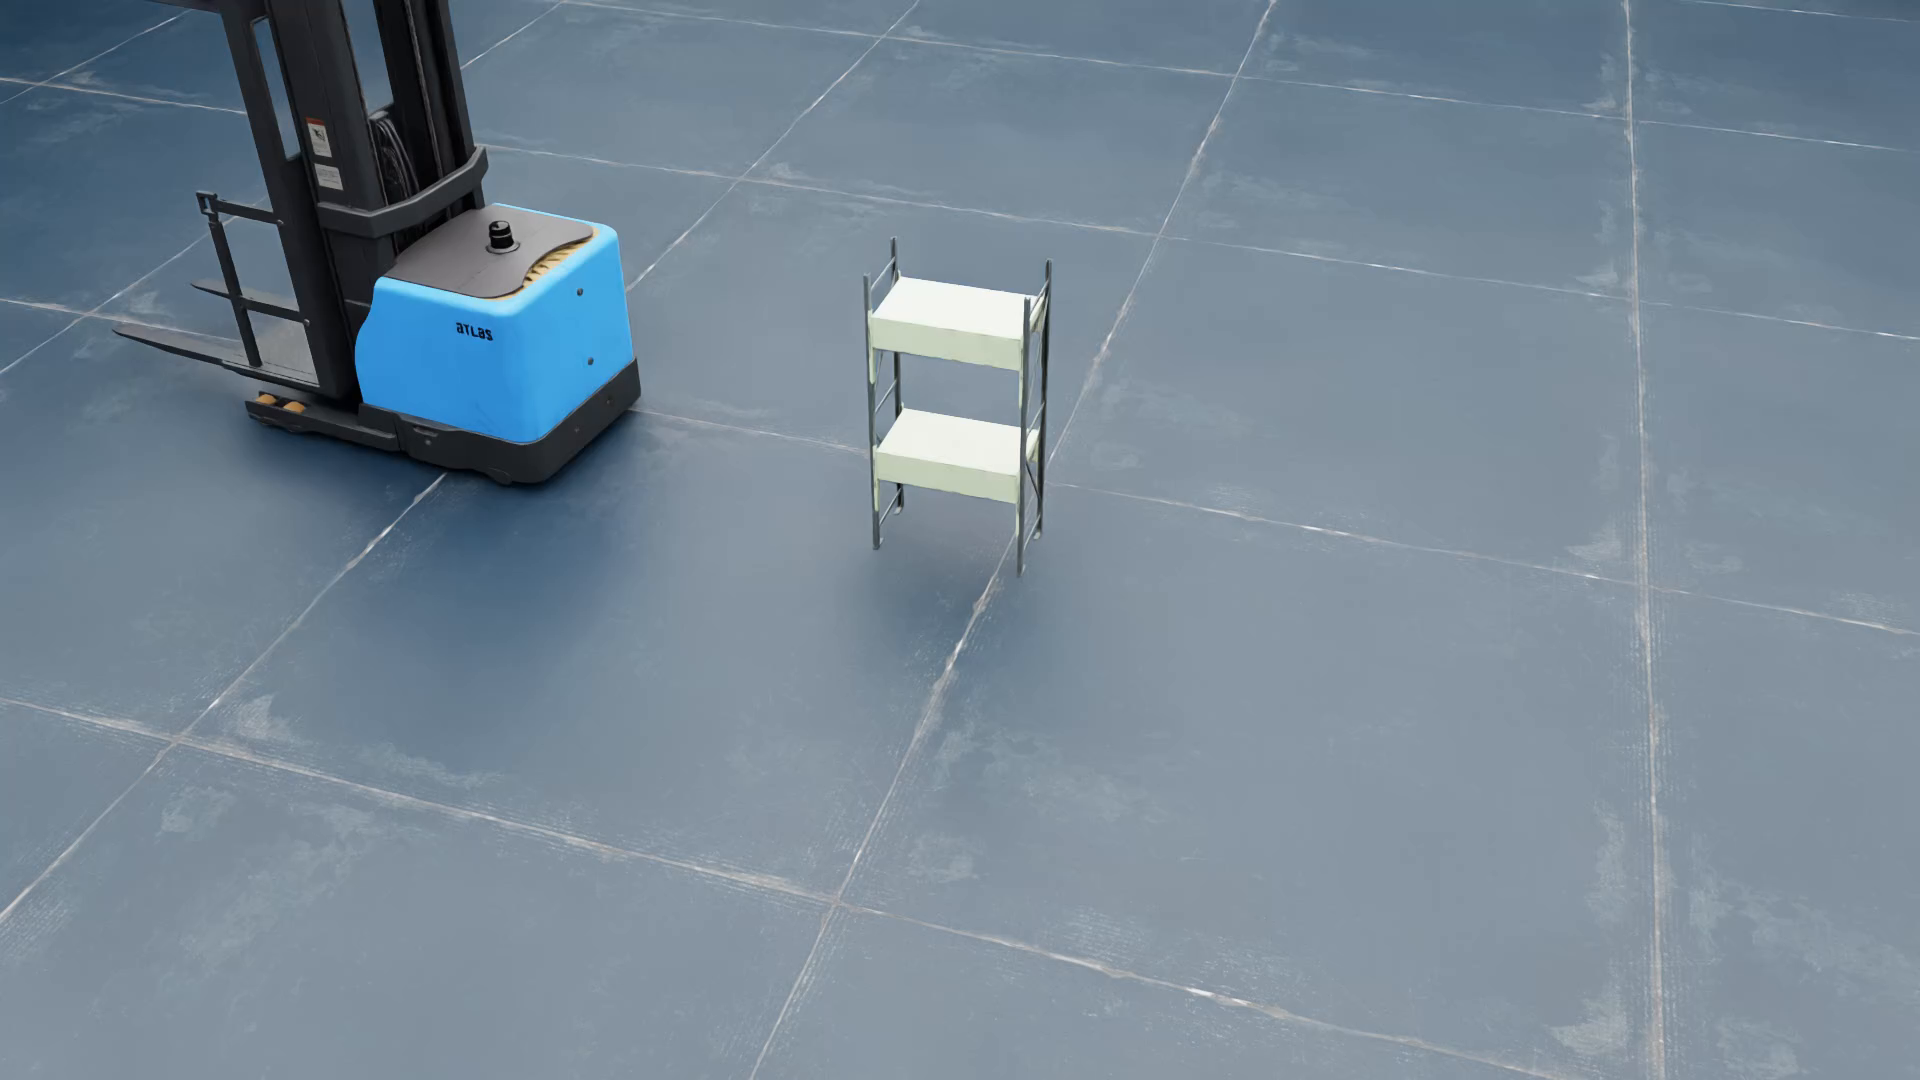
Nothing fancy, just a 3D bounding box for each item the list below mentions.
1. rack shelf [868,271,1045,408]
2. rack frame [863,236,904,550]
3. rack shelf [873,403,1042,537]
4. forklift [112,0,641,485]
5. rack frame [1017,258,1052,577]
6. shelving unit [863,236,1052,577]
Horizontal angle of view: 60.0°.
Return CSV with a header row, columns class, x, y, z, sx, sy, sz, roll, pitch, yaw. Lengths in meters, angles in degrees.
class,x,y,z,sx,sy,sz,roll,pitch,yaw
rack shelf,-0.006,-0.919,7.576,0.720,0.370,0.431,10,38,14
rack frame,-0.356,-0.670,7.895,0.023,1.500,0.400,10,38,14
rack shelf,-0.006,-0.343,8.000,0.720,0.370,0.431,10,38,14
forklift,-3.333,-2.033,8.540,3.031,2.935,1.130,14,39,19
rack frame,0.343,-0.541,7.719,0.023,1.500,0.400,10,38,14
shelving unit,-0.006,-0.605,7.807,0.755,1.500,0.431,10,38,14
